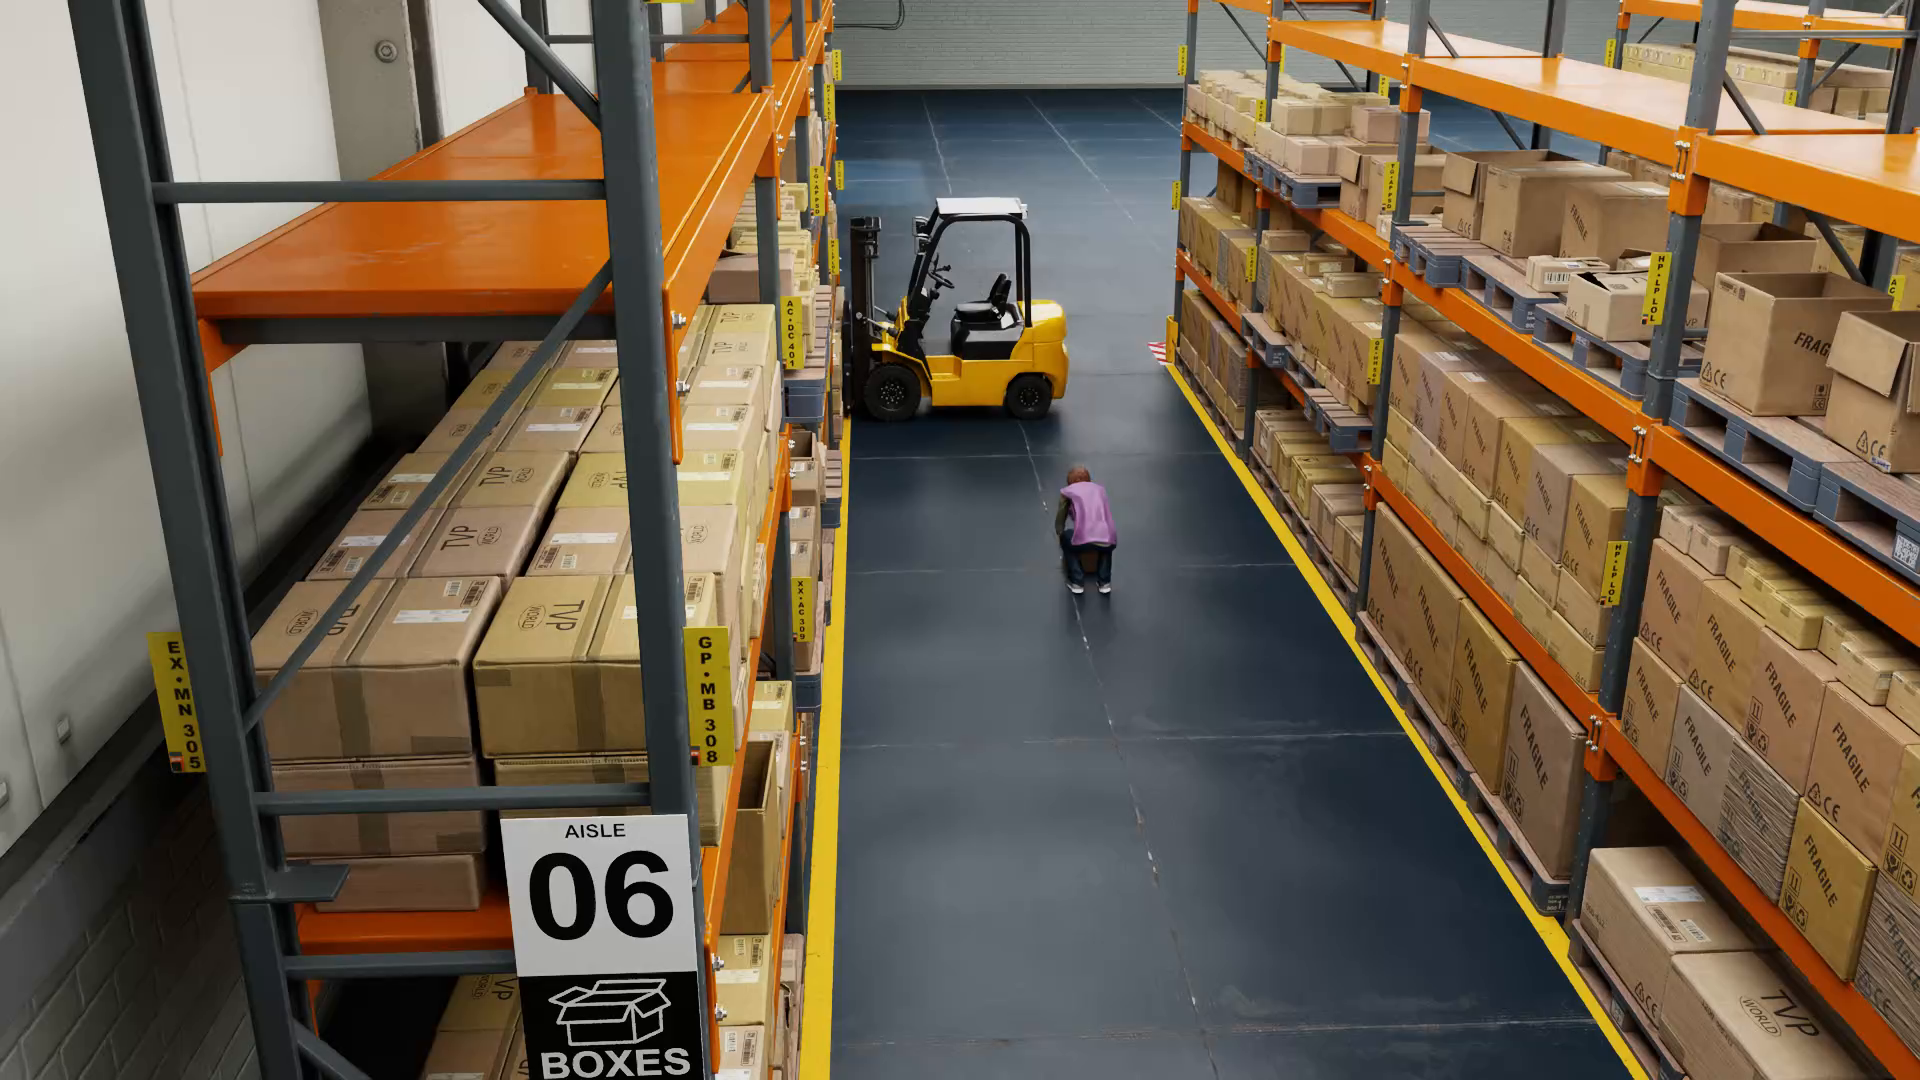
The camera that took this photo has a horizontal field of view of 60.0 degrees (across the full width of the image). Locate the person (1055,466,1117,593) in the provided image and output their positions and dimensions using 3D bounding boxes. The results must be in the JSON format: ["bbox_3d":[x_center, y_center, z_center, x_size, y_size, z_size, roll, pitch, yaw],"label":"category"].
[{"bbox_3d":[0.993,-0.060,13.069,0.449,0.878,0.797,-1,21,-3],"label":"person"}]
